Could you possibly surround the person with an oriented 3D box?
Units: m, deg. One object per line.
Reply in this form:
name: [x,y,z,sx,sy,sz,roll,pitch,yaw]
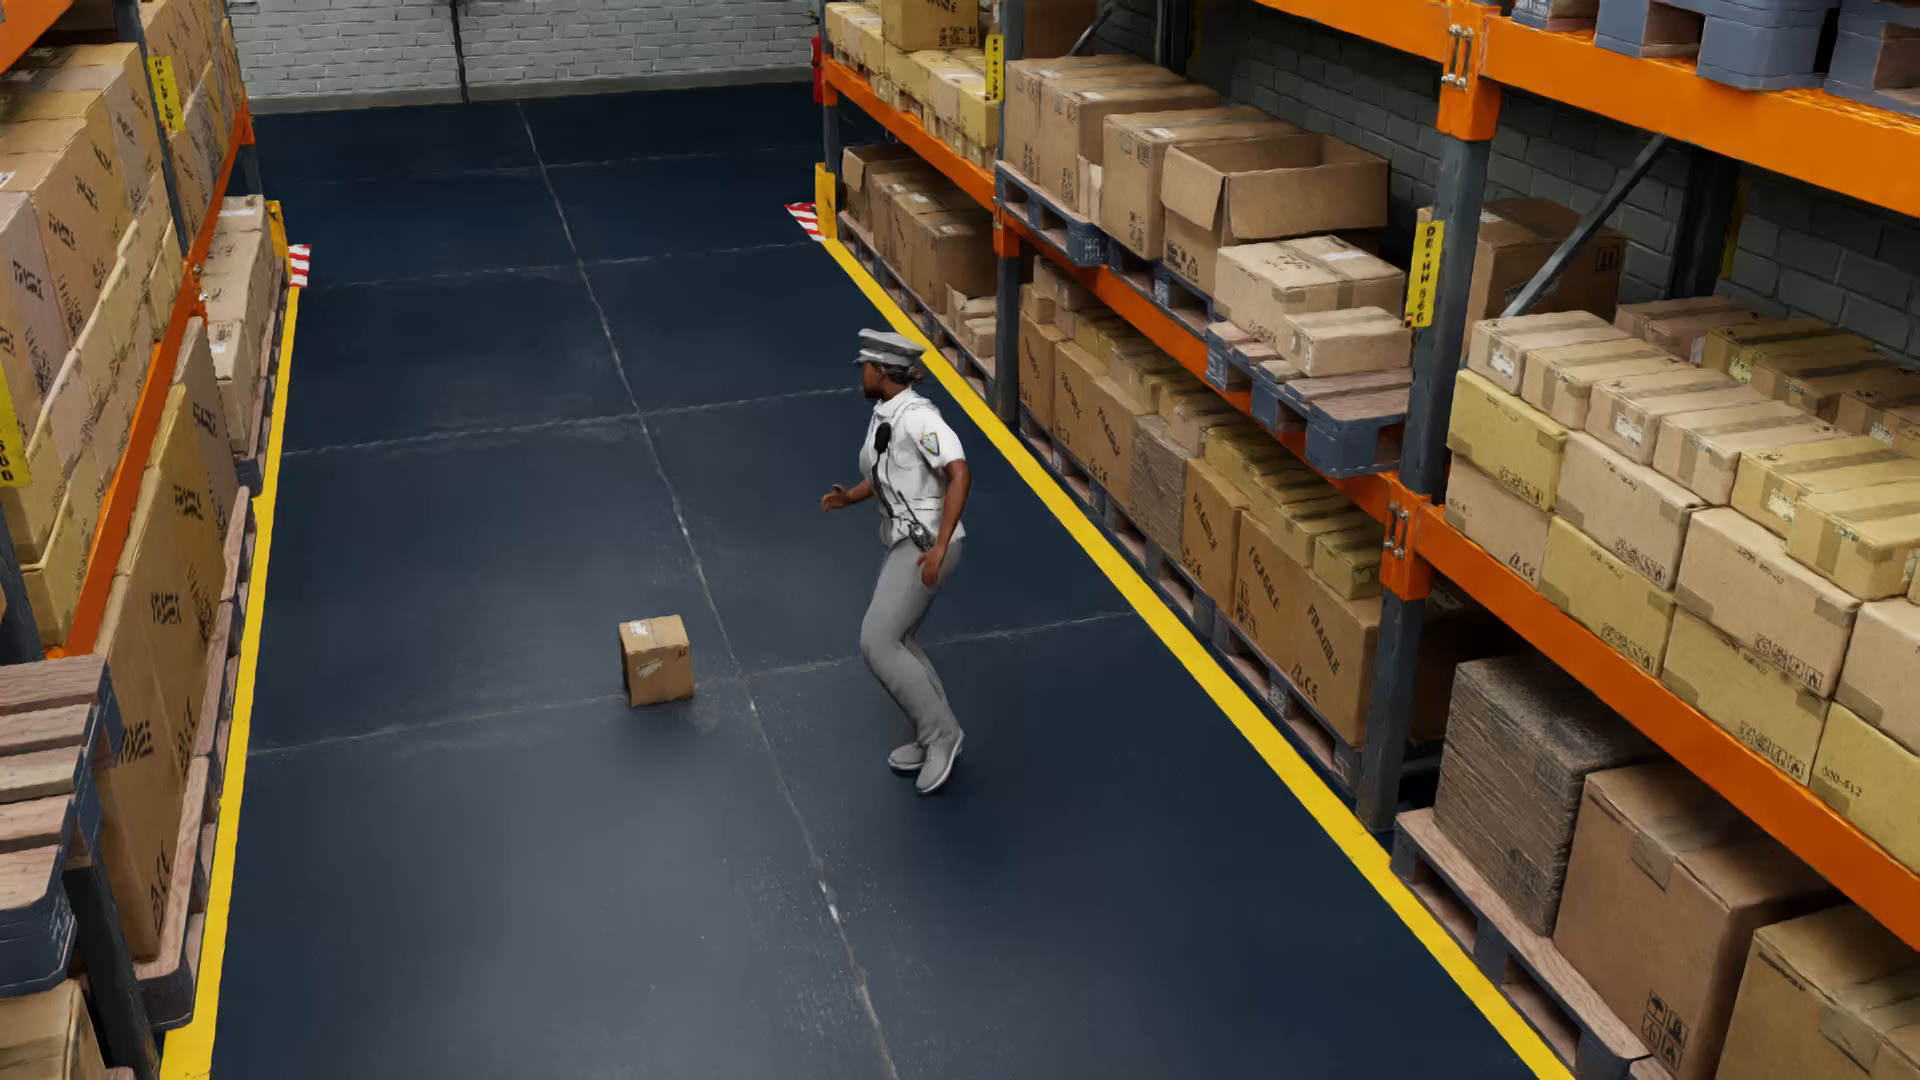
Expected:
person: [-0.224,0.066,6.092,0.544,1.554,0.864,-7,27,-15]
